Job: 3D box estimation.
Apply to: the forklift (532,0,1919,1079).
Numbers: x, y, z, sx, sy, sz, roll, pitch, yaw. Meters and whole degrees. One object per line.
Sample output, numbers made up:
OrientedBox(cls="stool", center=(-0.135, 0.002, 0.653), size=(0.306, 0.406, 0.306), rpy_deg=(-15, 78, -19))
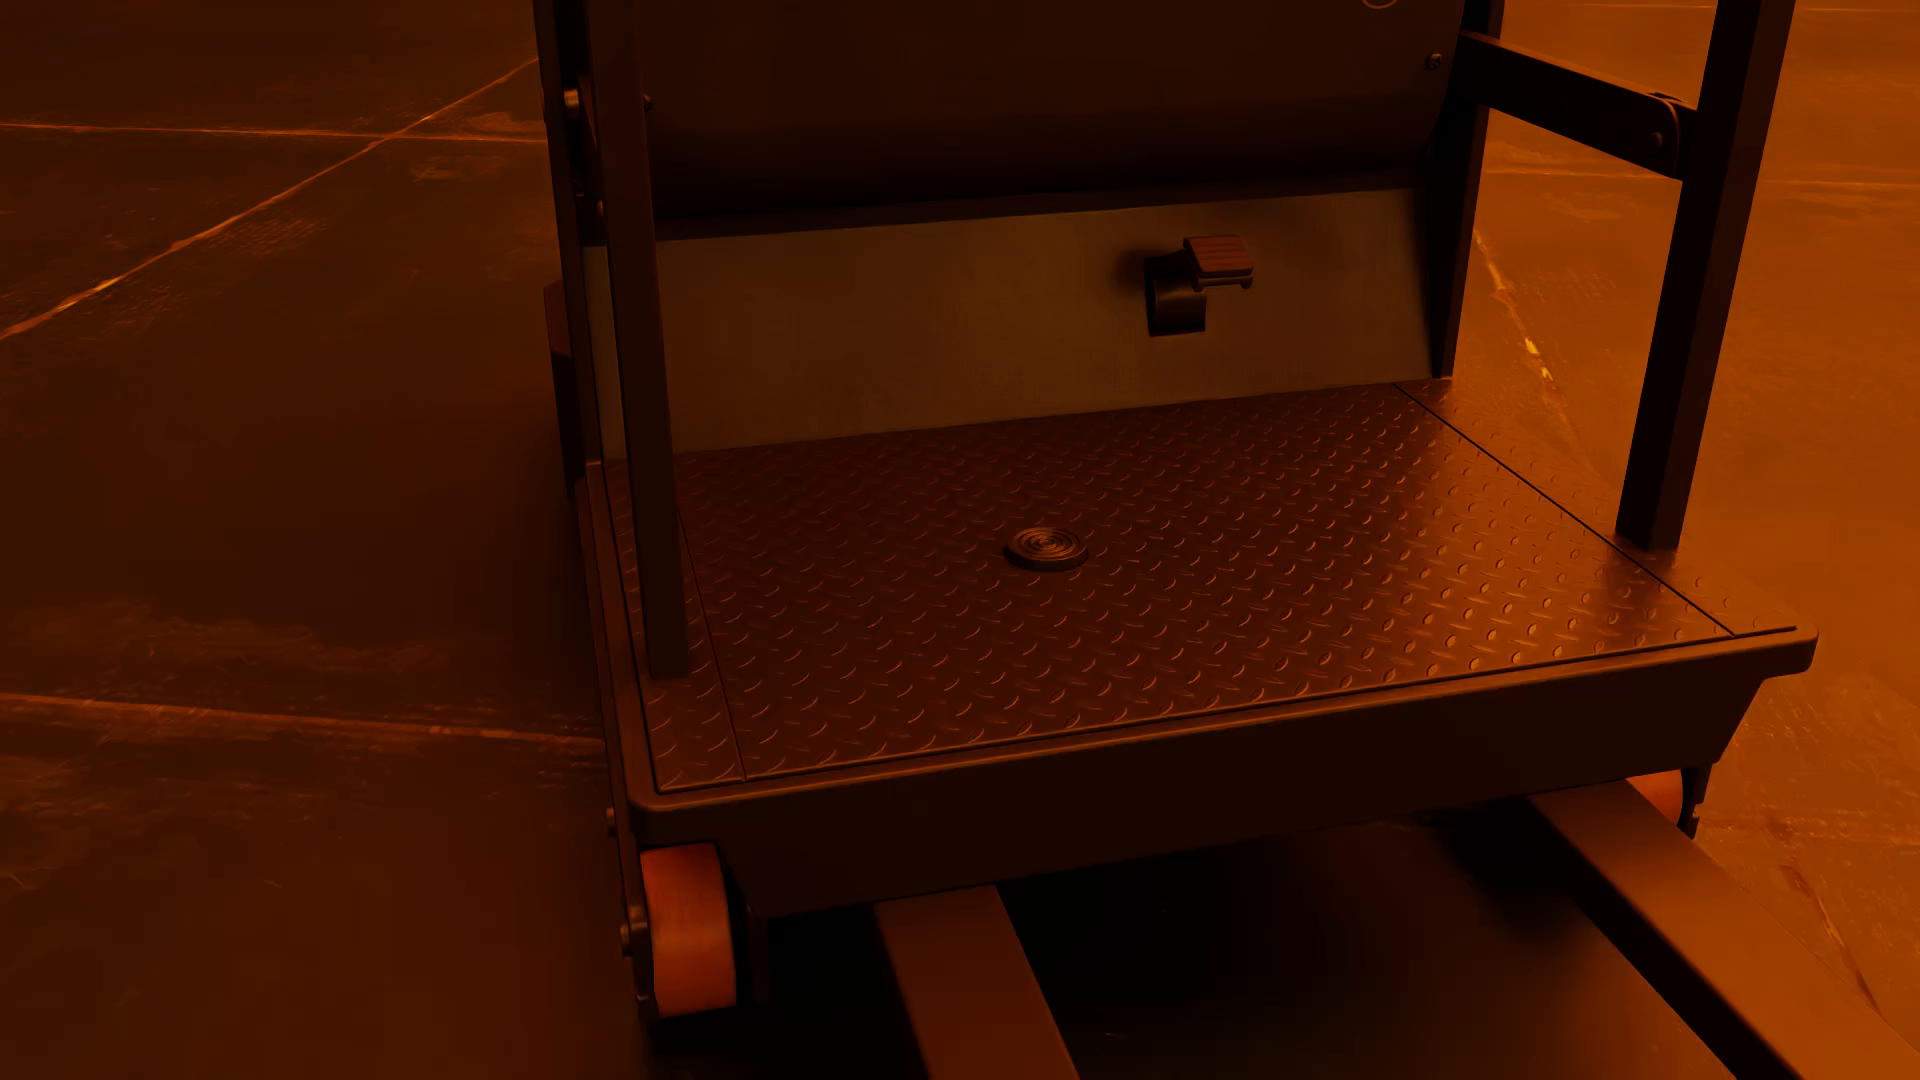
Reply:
OrientedBox(cls="forklift", center=(0.153, -1.049, 1.319), size=(1.130, 2.935, 3.031), rpy_deg=(-7, 27, -13))
